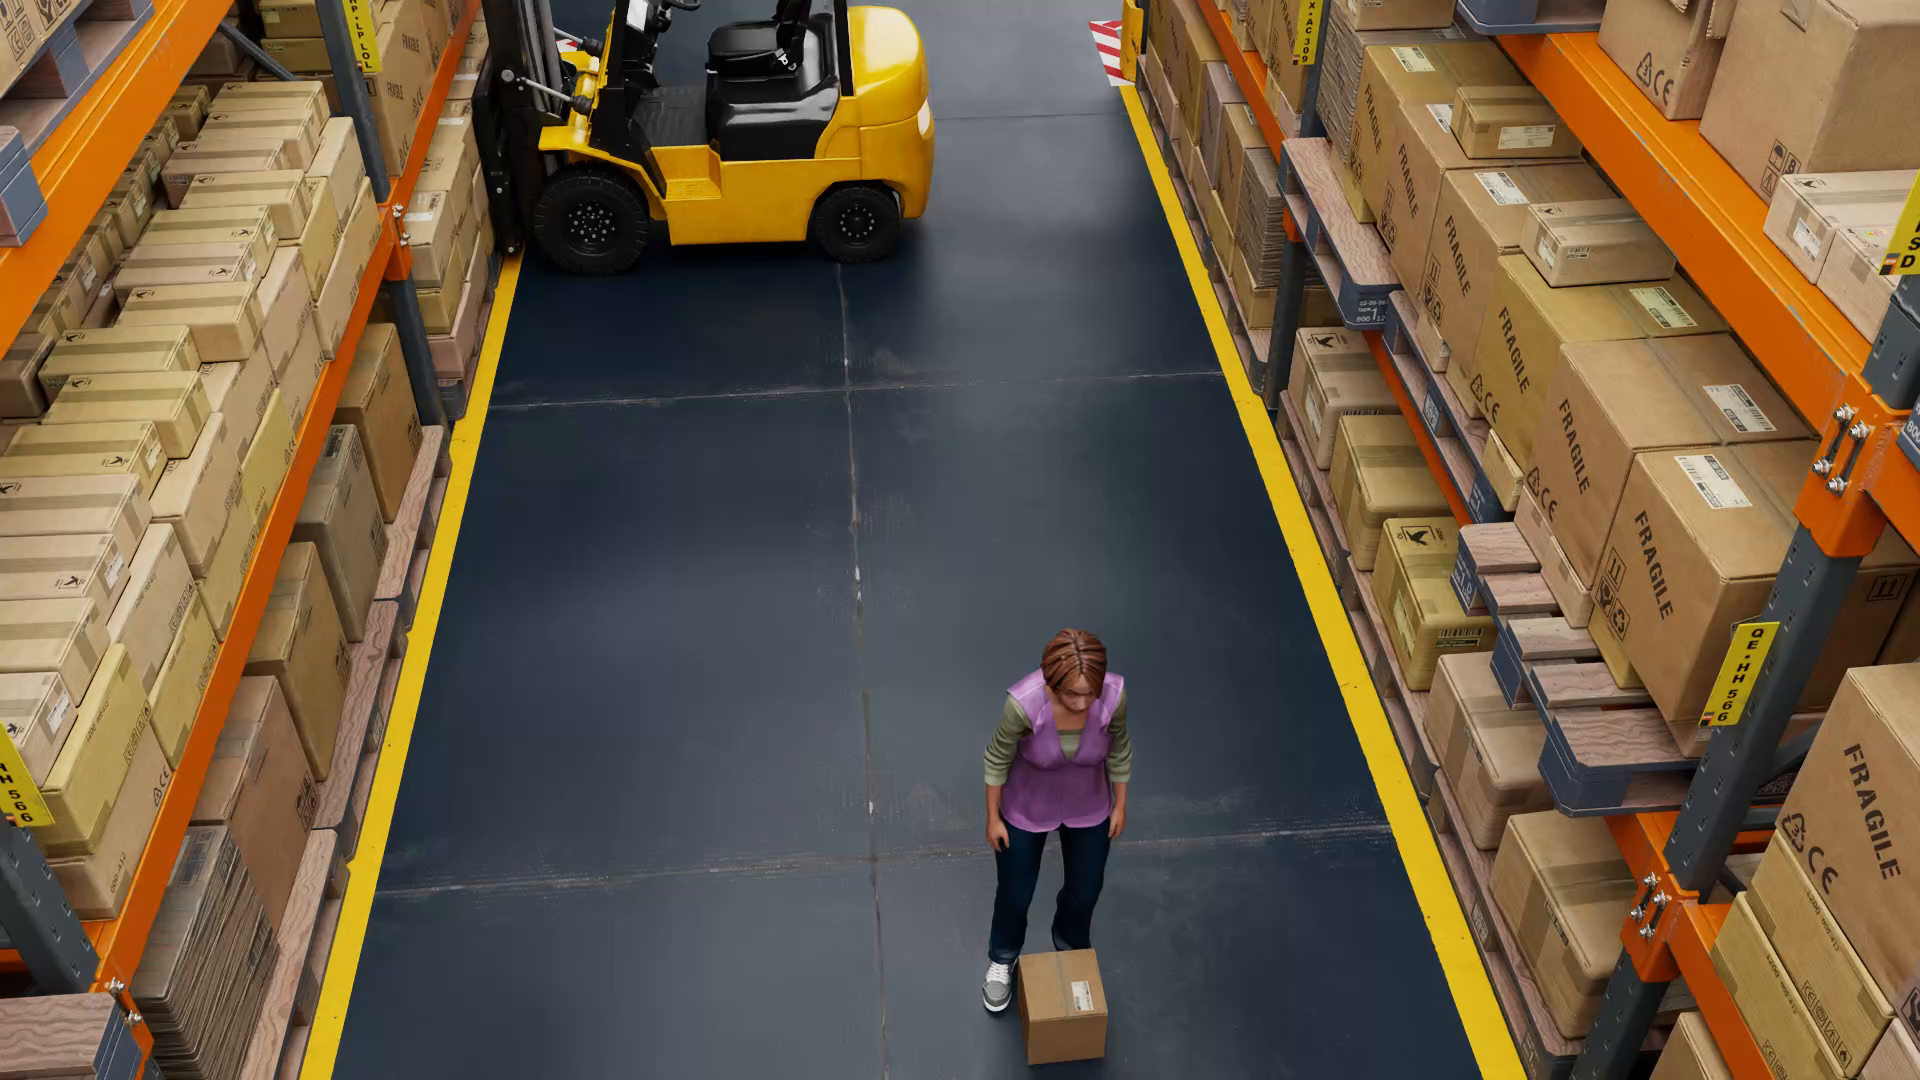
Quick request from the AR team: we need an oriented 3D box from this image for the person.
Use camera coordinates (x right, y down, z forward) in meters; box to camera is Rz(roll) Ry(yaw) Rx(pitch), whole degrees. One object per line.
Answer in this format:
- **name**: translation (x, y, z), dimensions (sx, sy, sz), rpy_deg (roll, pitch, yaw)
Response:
- **person**: translation (0.299, 0.856, 5.134), dimensions (0.473, 1.590, 0.377), rpy_deg (-5, 40, -6)
